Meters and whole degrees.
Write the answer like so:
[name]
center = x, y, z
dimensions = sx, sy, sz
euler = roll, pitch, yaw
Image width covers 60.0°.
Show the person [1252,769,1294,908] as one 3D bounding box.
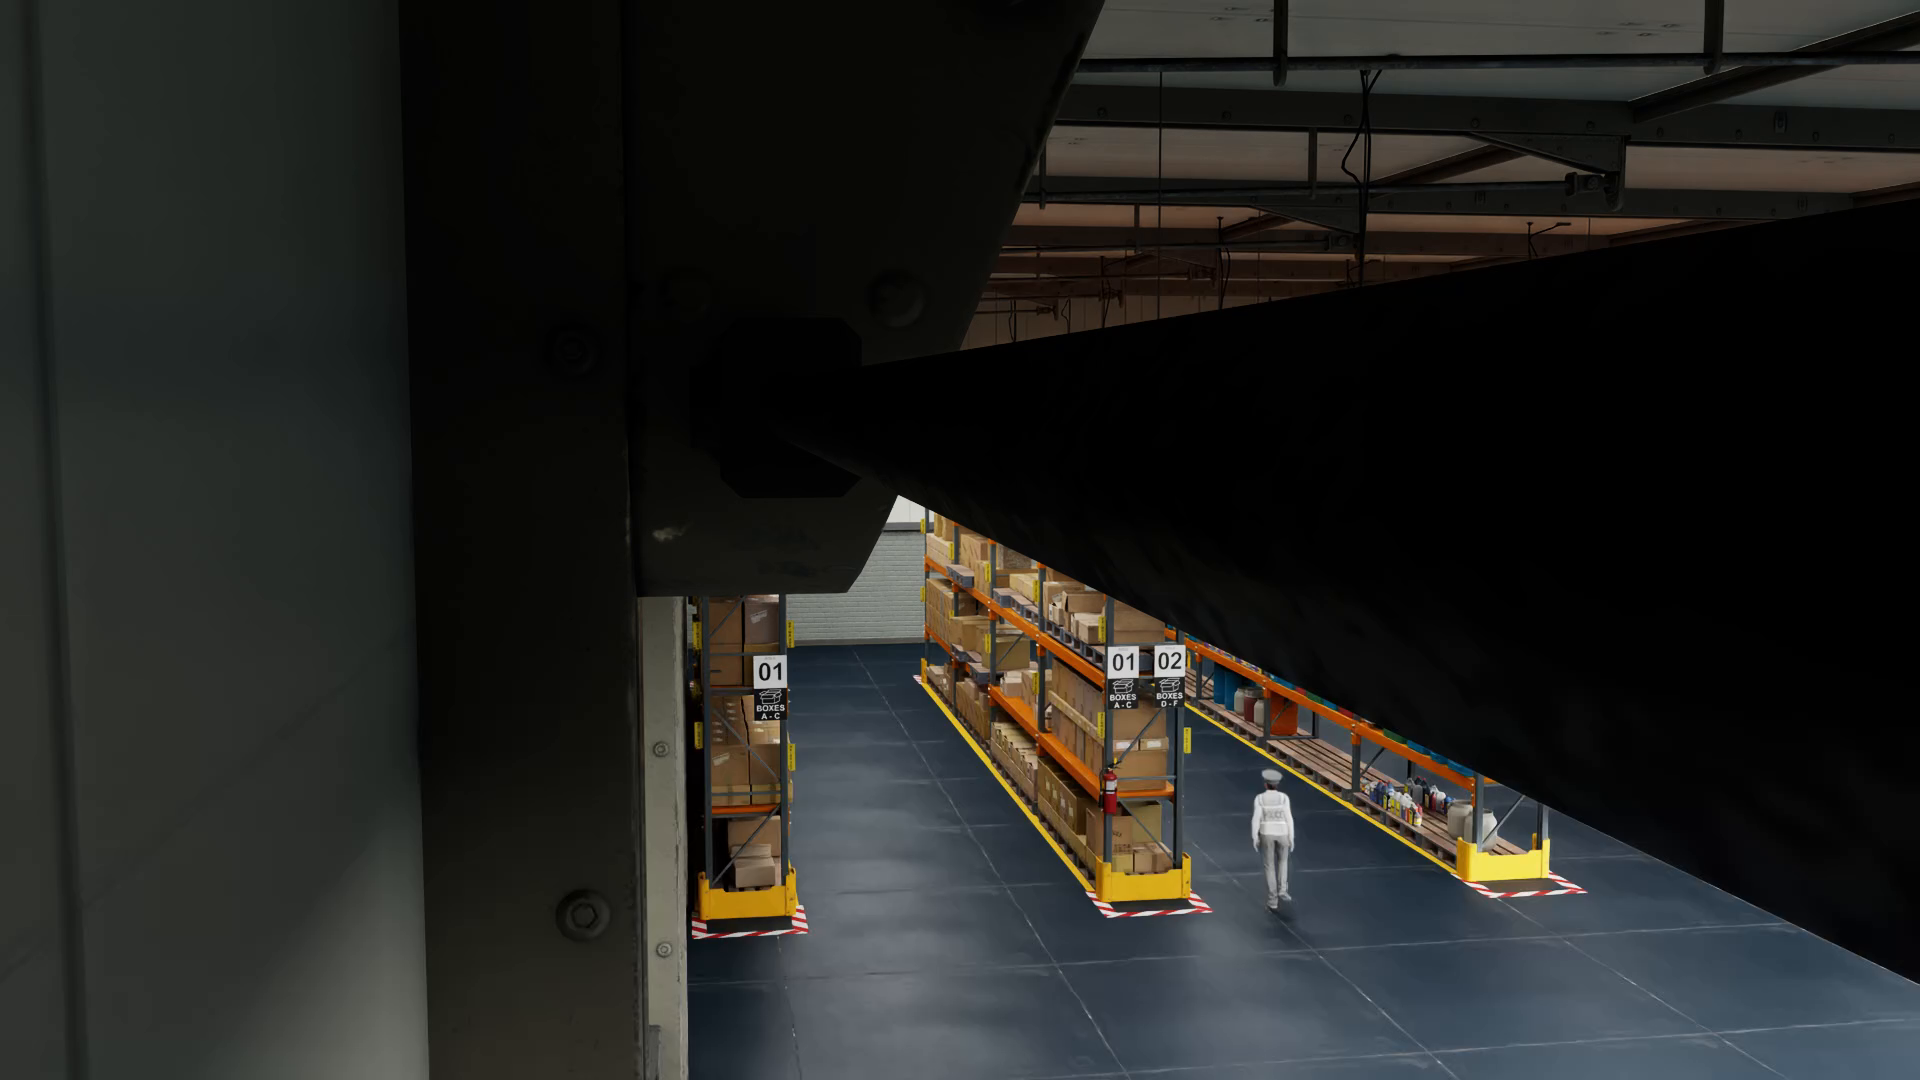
[person]
center = 3.855, 3.677, 20.530
dimensions = 0.513, 1.669, 0.469
euler = 0, 5, 4
